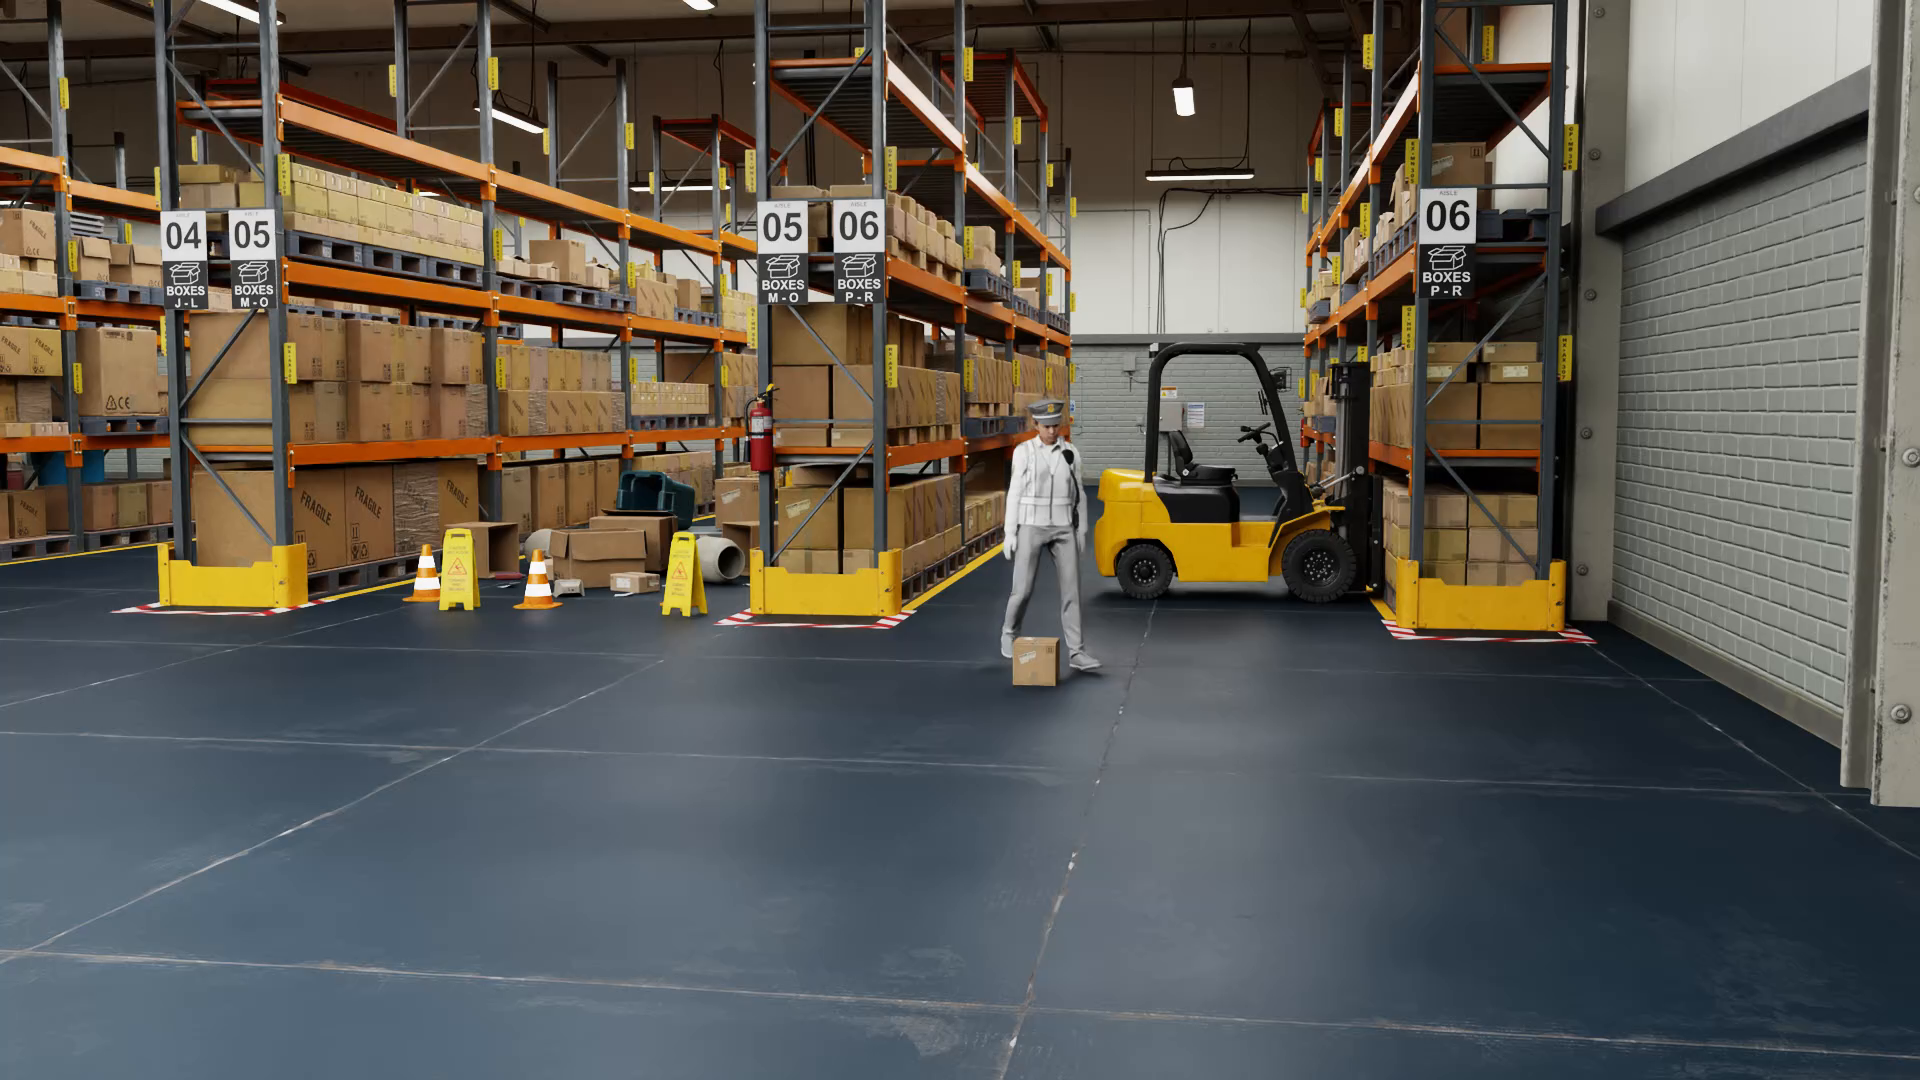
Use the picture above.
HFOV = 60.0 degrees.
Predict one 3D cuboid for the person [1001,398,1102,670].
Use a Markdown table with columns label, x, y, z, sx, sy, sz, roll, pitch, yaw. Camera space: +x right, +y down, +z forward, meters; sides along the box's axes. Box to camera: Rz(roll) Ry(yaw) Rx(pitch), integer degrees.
| label | x | y | z | sx | sy | sz | roll | pitch | yaw |
| --- | --- | --- | --- | --- | --- | --- | --- | --- | --- |
| person | 0.548 | -0.041 | 10.214 | 0.551 | 1.652 | 0.596 | -1 | 5 | -11 |
